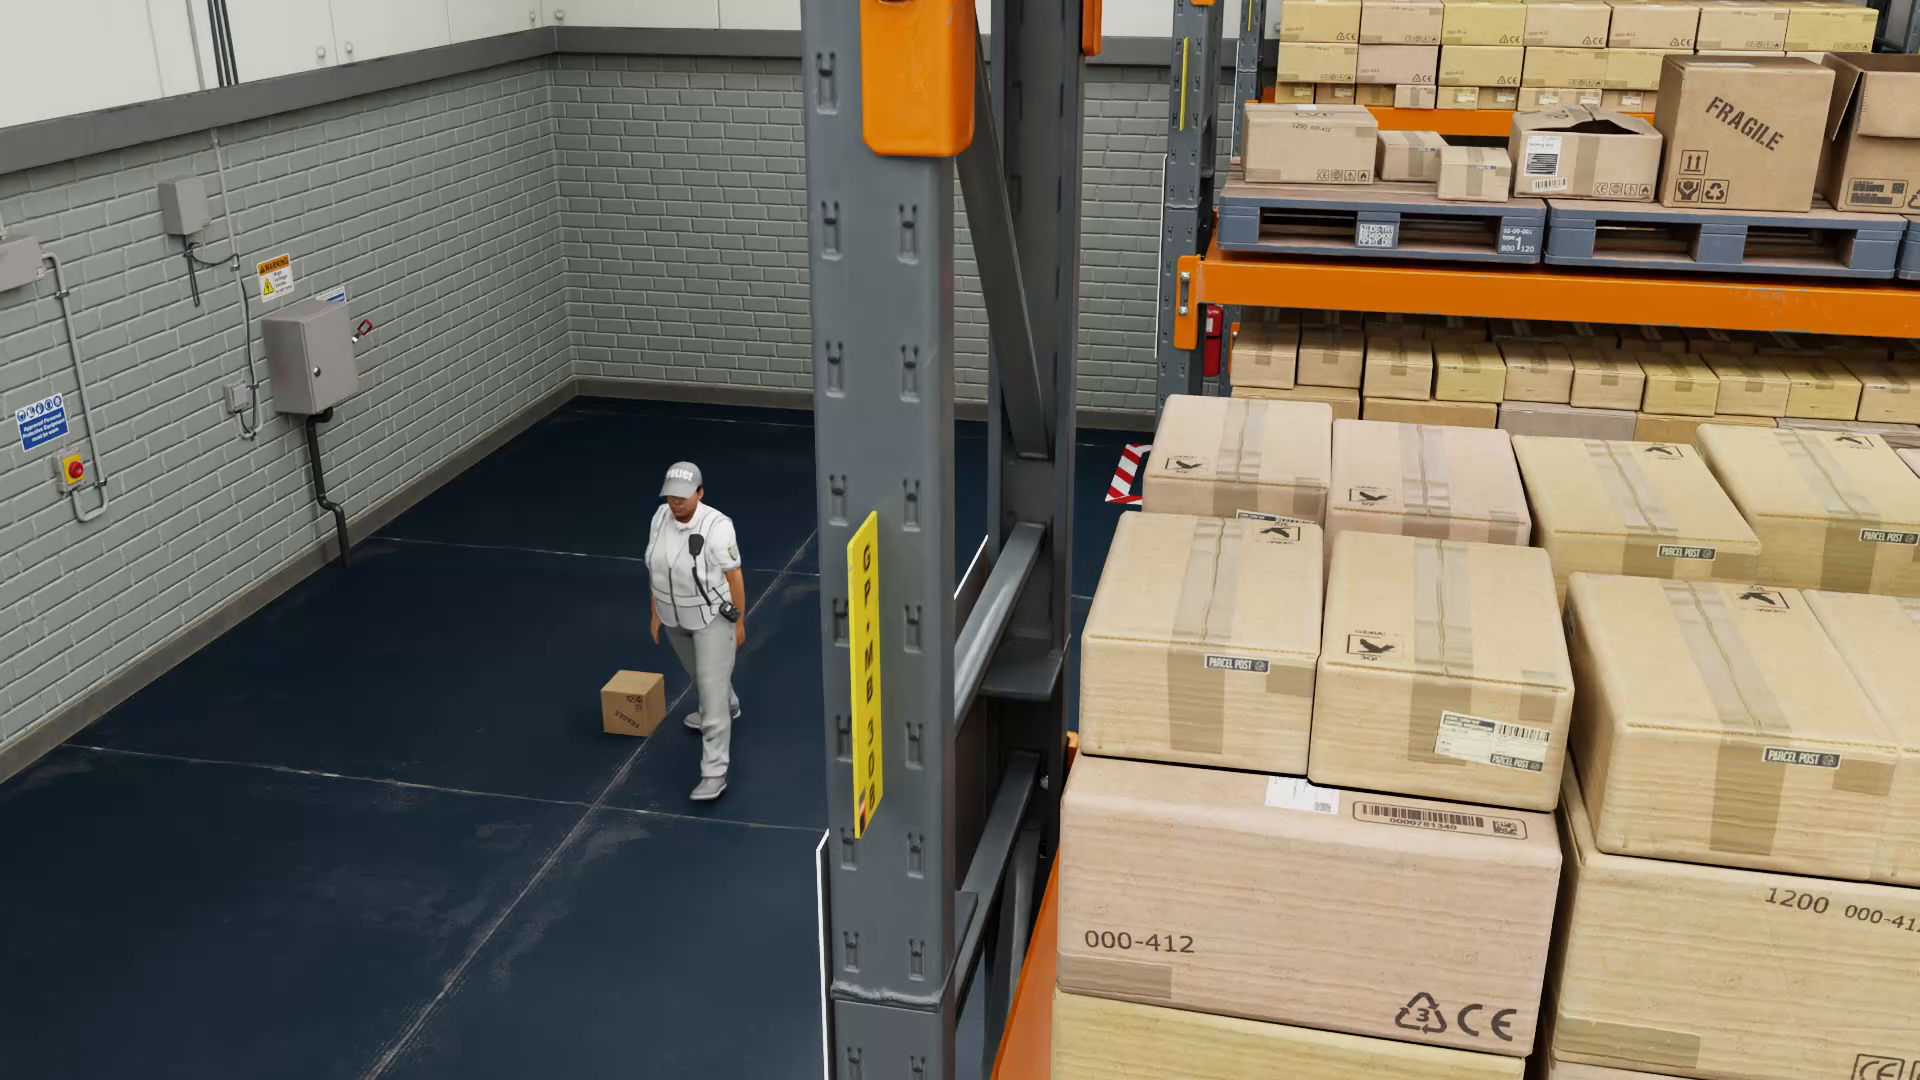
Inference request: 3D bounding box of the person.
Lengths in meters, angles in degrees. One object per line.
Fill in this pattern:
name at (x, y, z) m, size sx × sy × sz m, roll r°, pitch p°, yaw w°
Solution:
person at (-1.286, 0.373, 8.153) m, size 0.633 × 1.621 × 0.892 m, roll 11°, pitch 24°, yaw 26°
